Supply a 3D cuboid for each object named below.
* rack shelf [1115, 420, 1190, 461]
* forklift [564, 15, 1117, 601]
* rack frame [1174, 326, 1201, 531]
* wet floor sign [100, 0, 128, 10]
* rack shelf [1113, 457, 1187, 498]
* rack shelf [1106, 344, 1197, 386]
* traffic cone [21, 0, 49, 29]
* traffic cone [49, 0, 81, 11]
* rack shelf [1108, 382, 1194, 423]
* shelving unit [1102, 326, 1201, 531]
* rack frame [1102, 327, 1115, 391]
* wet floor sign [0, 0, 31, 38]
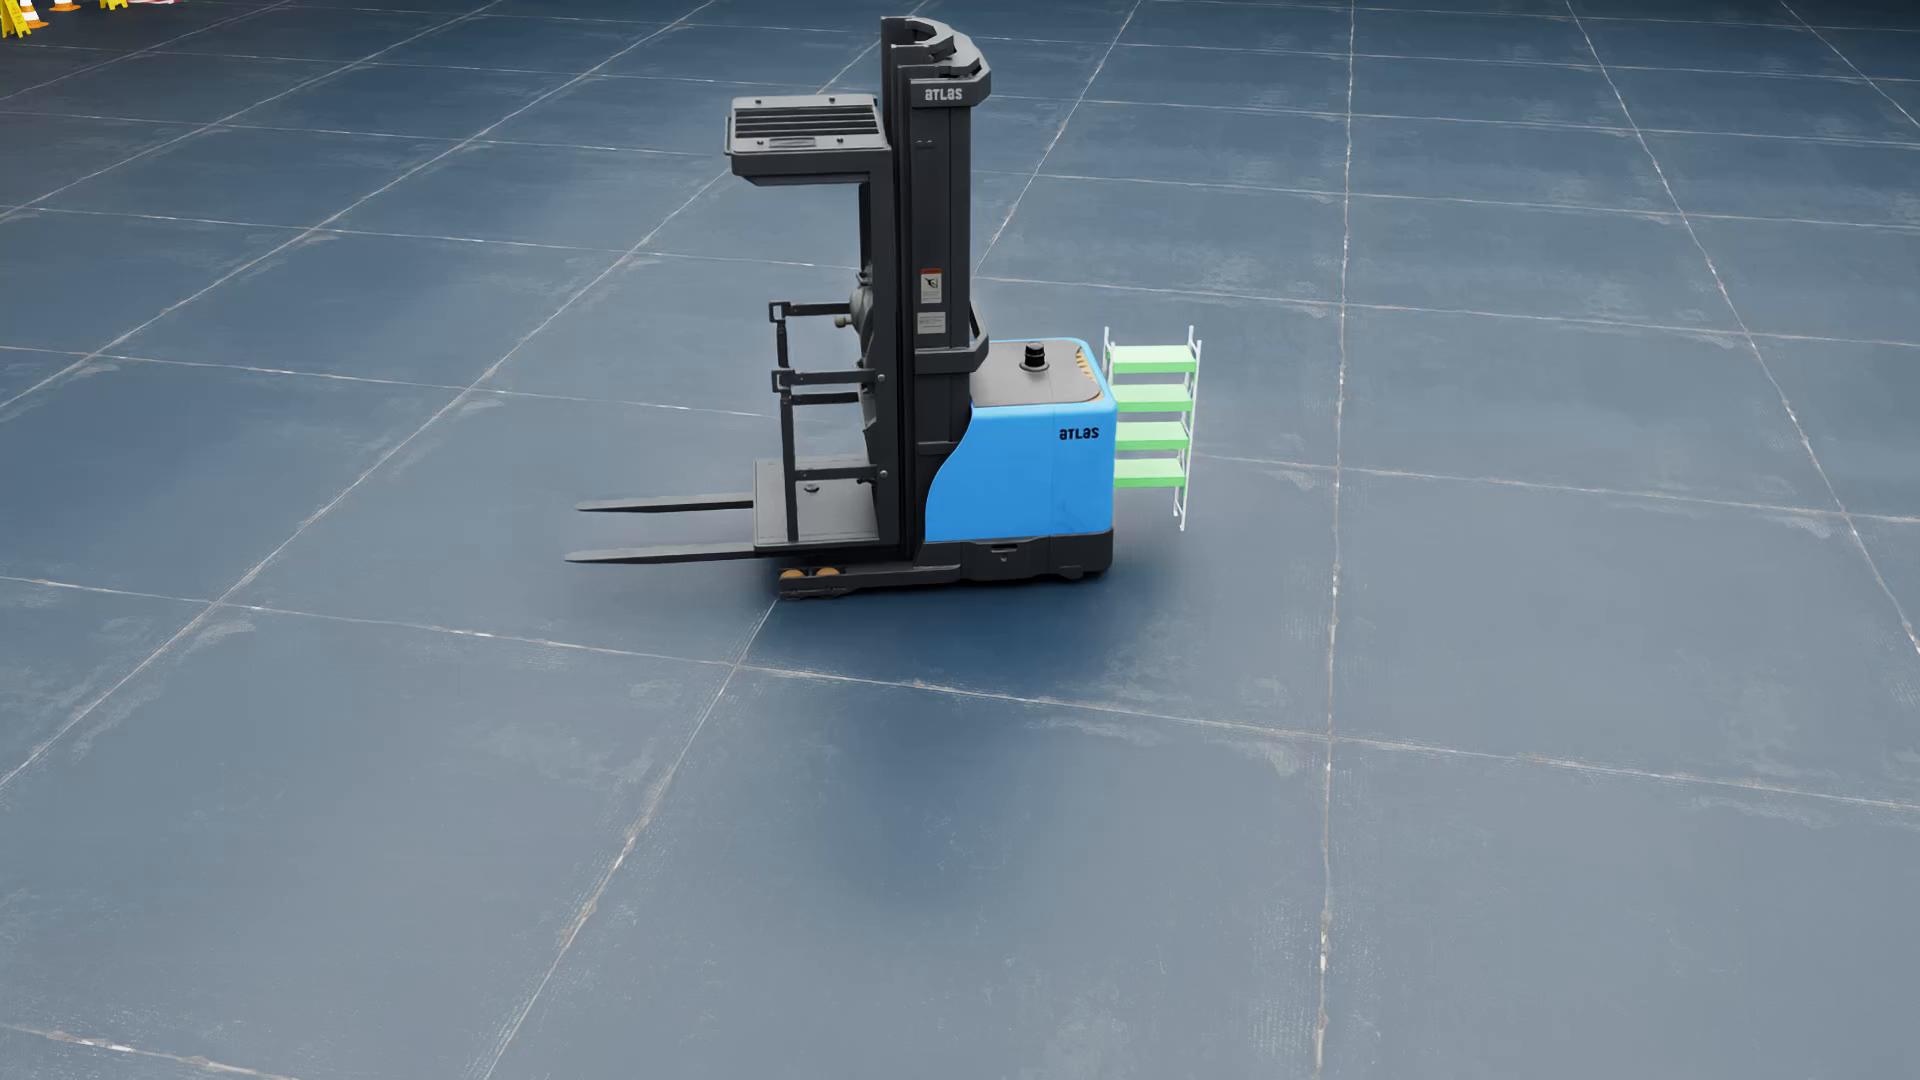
[{"bbox_3d":[1.074,-0.576,9.677,0.480,0.148,0.258,-1,29,-4],"label":"rack shelf"},{"bbox_3d":[-0.697,-1.221,8.928,3.031,2.935,1.130,-3,29,-6],"label":"forklift"},{"bbox_3d":[1.318,-0.638,9.666,0.015,1.200,0.240,-1,29,-4],"label":"rack frame"},{"bbox_3d":[-11.946,-7.805,23.335,0.232,0.644,0.267,17,33,28],"label":"wet floor sign"},{"bbox_3d":[1.070,-0.366,9.792,0.480,0.148,0.258,-1,29,-4],"label":"rack shelf"},{"bbox_3d":[1.082,-0.998,9.448,0.480,0.148,0.258,-1,29,-4],"label":"rack shelf"},{"bbox_3d":[-12.498,-7.128,22.289,0.334,0.463,0.336,6,29,11],"label":"traffic cone"},{"bbox_3d":[-12.599,-7.684,23.303,0.334,0.463,0.336,6,29,11],"label":"traffic cone"},{"bbox_3d":[1.078,-0.787,9.562,0.480,0.148,0.258,-1,29,-4],"label":"rack shelf"},{"bbox_3d":[1.075,-0.632,9.647,0.503,1.200,0.258,-1,29,-4],"label":"shelving unit"},{"bbox_3d":[0.832,-0.627,9.628,0.015,1.200,0.240,-1,29,-4],"label":"rack frame"},{"bbox_3d":[-12.402,-6.919,21.716,0.232,0.644,0.267,1,29,2],"label":"wet floor sign"}]
